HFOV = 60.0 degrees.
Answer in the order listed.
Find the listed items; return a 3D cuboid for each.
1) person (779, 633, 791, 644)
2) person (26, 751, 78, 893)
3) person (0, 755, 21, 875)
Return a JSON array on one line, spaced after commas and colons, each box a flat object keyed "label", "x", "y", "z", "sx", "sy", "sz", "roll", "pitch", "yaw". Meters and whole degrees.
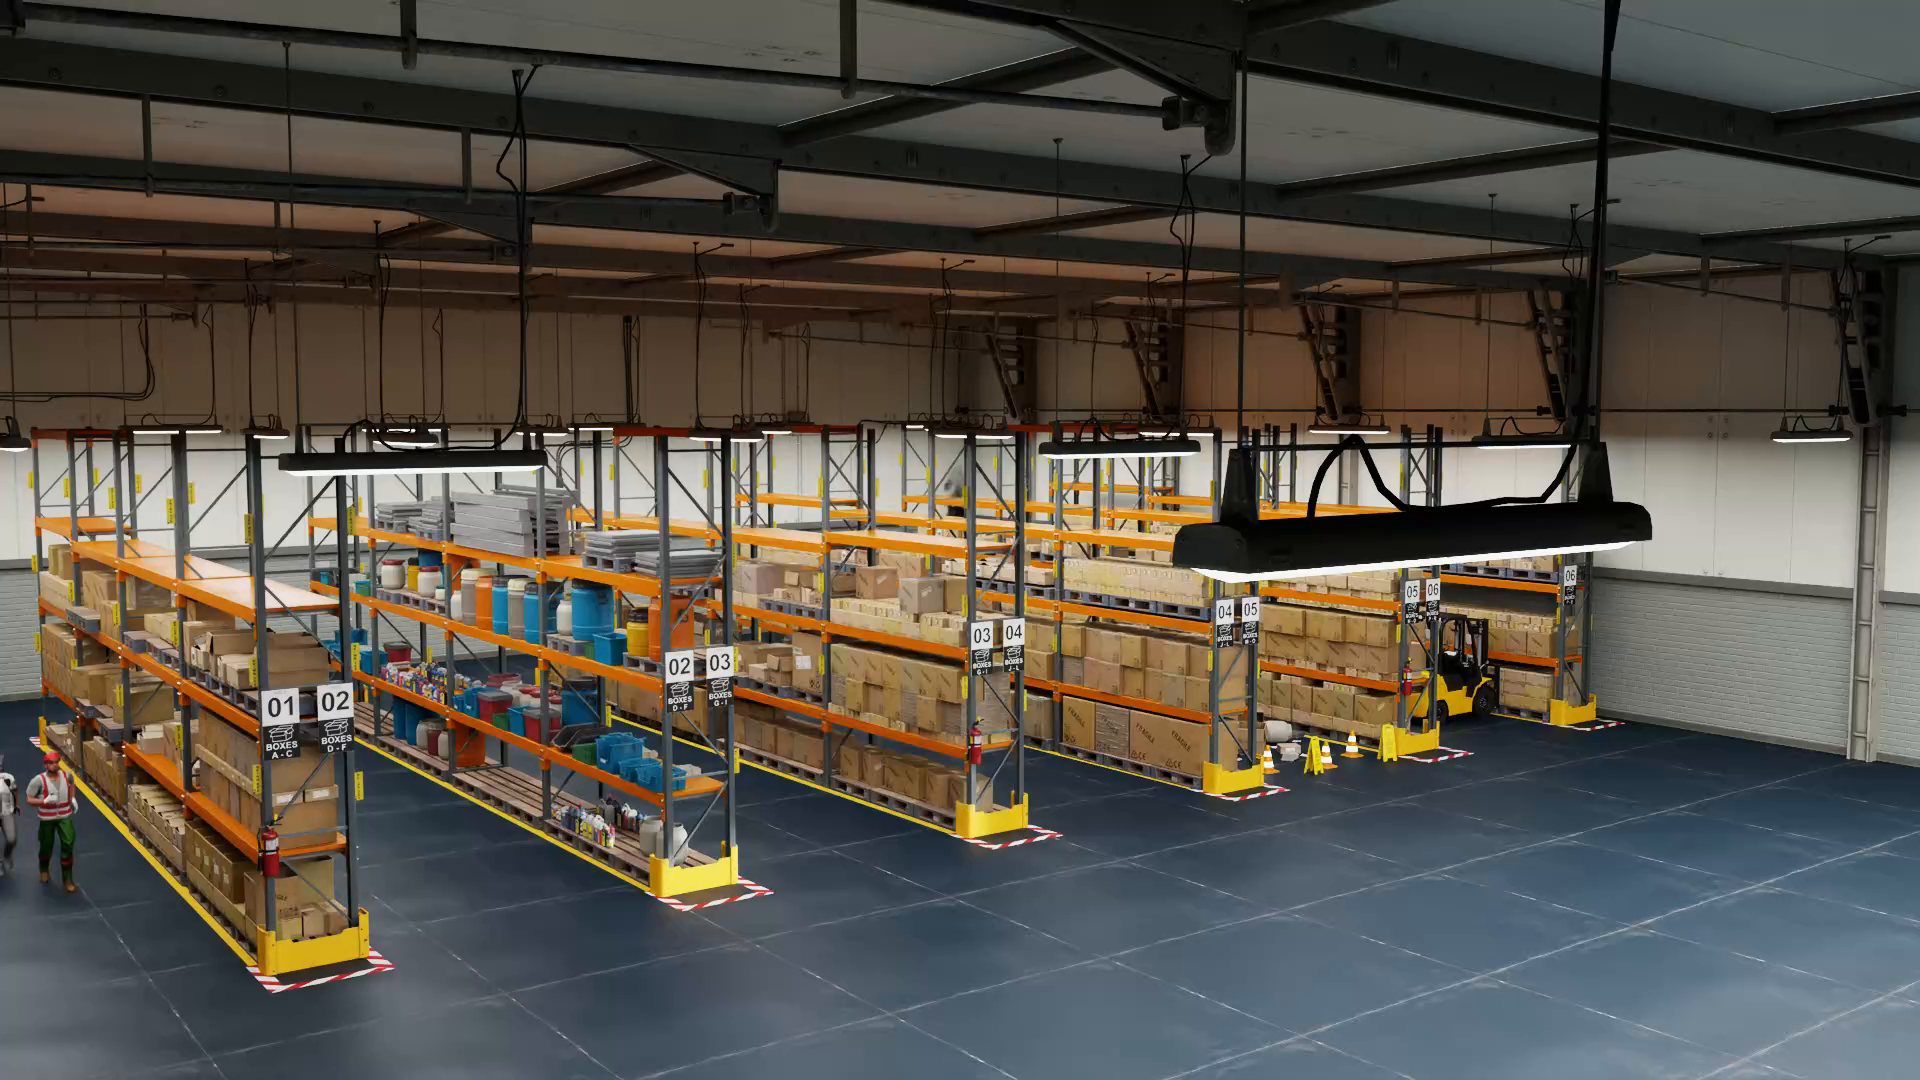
[{"label": "person", "x": -4.617, "y": 1.864, "z": 42.490, "sx": 0.677, "sy": 1.830, "sz": 0.685, "roll": -4, "pitch": 6, "yaw": -42}, {"label": "person", "x": -11.978, "y": 3.699, "z": 21.961, "sx": 0.661, "sy": 1.846, "sz": 0.837, "roll": -4, "pitch": 6, "yaw": -43}, {"label": "person", "x": -12.975, "y": 3.729, "z": 22.499, "sx": 0.558, "sy": 1.662, "sz": 0.587, "roll": -4, "pitch": 6, "yaw": -42}]
